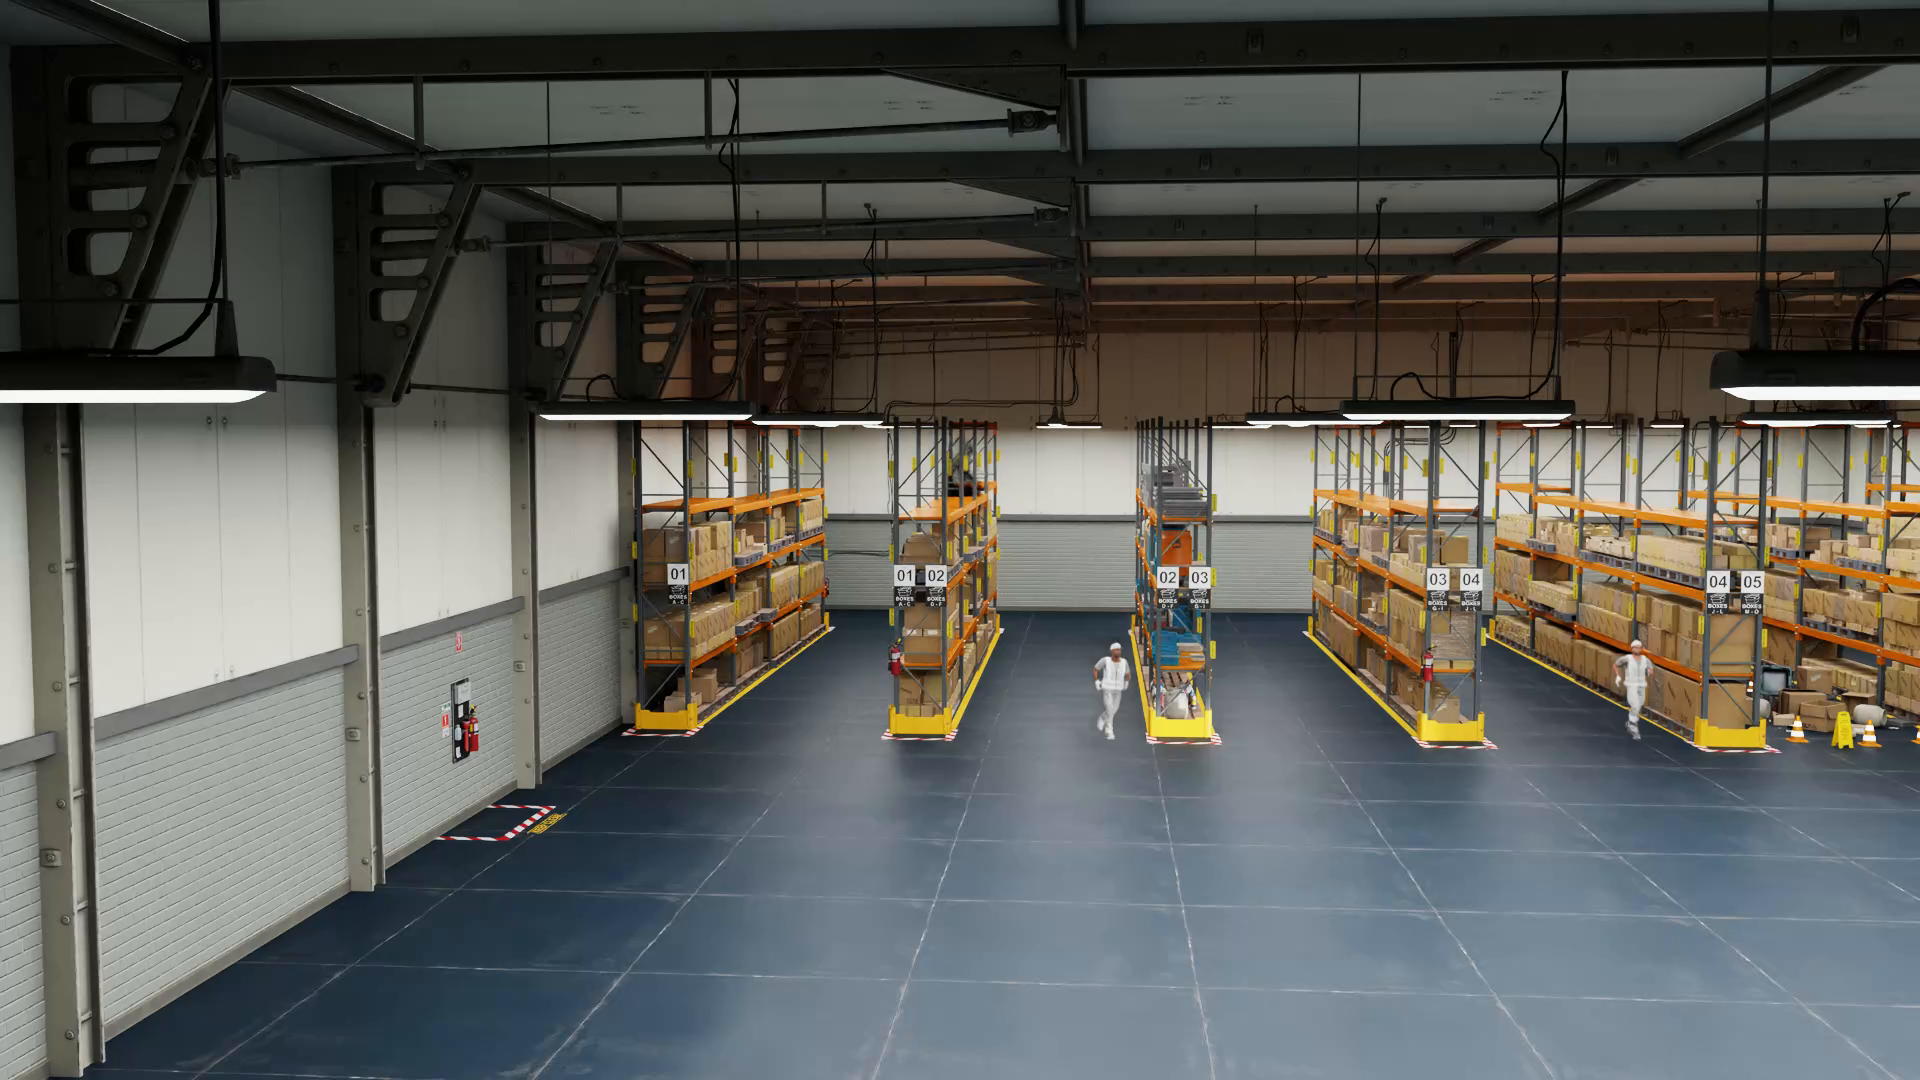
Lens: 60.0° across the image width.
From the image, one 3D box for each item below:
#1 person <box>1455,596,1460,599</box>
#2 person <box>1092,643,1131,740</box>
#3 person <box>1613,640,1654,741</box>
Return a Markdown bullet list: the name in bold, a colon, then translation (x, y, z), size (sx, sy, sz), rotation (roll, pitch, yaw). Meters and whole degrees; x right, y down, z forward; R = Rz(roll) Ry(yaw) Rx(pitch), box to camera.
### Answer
- **person**: translation (13.488, 1.895, 45.412), size (0.681, 1.761, 0.815), rotation (0, 4, 6)
- **person**: translation (2.862, 2.814, 31.253), size (0.716, 1.766, 0.794), rotation (-1, 4, -20)
- **person**: translation (12.606, 2.784, 31.070), size (0.654, 1.835, 0.789), rotation (0, 4, -6)
